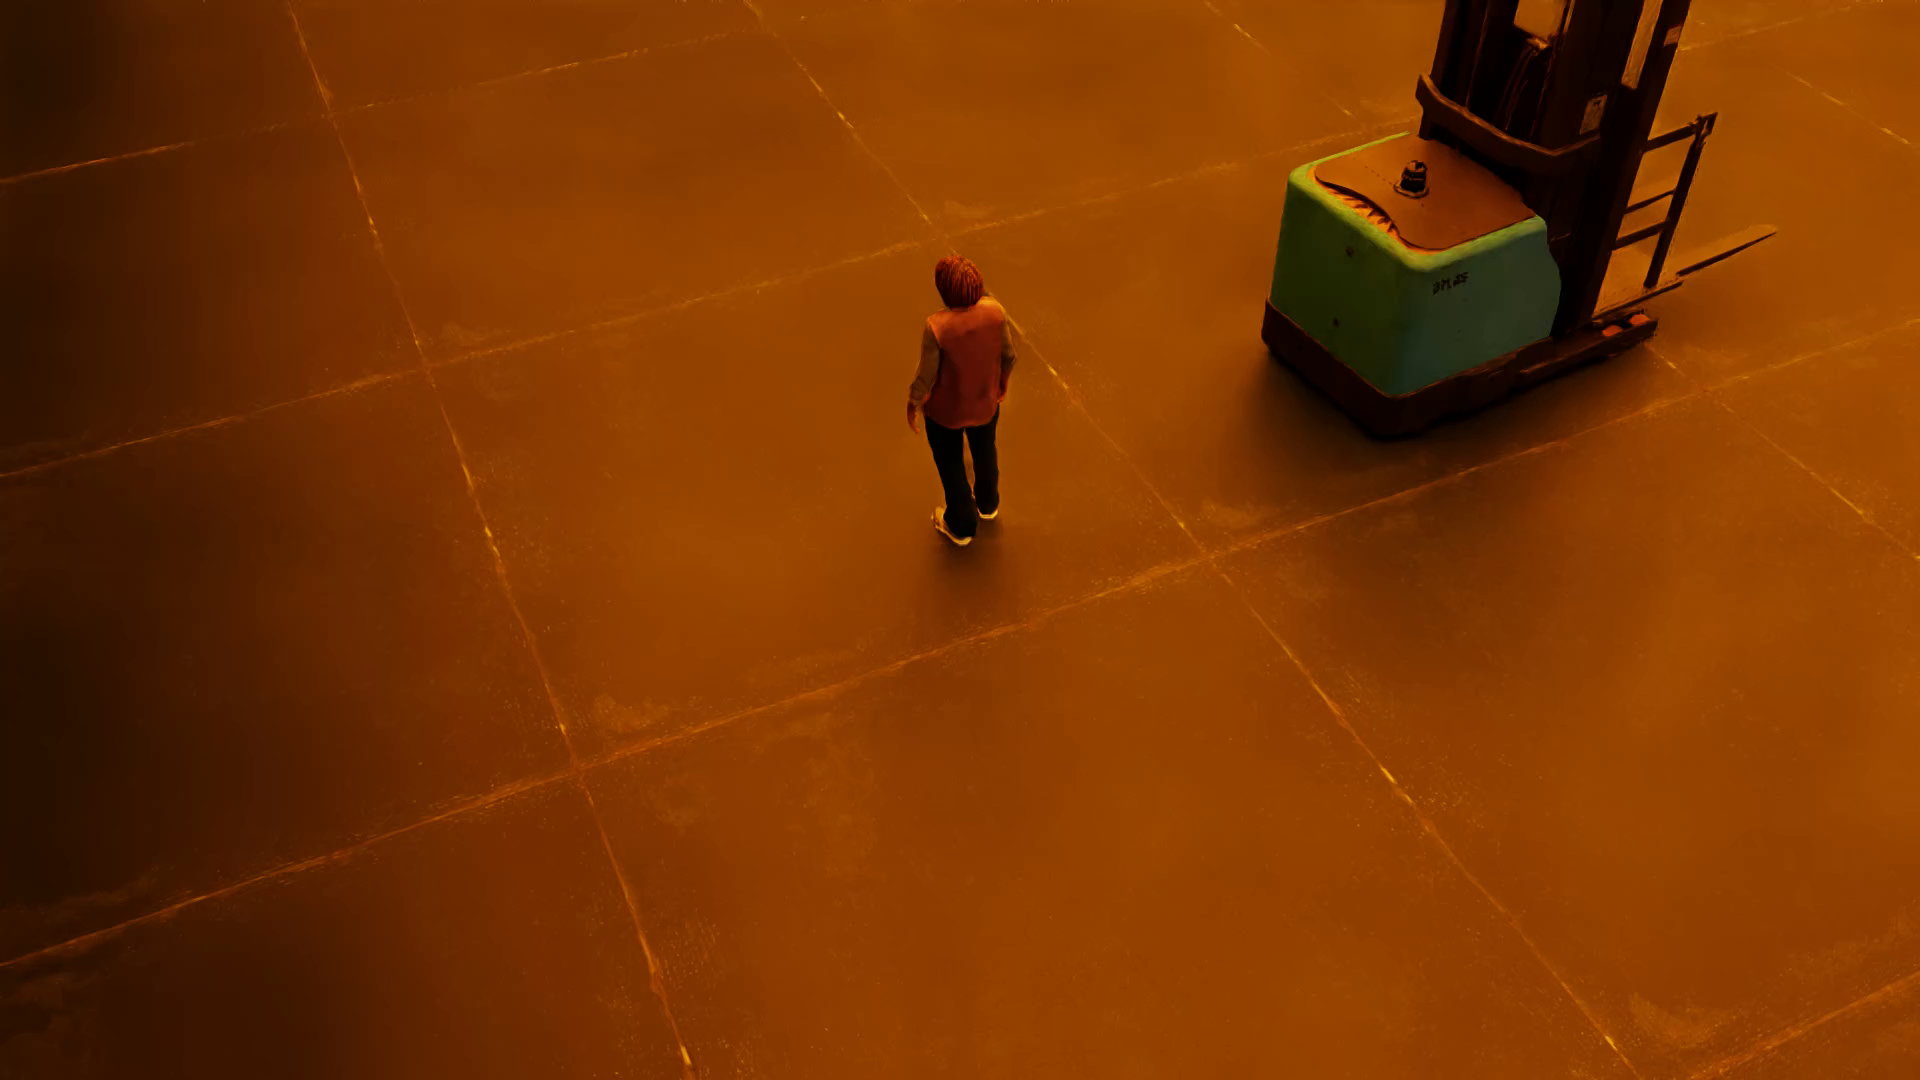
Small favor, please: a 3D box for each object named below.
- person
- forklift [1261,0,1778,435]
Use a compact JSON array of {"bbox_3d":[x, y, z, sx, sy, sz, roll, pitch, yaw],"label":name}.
[{"bbox_3d":[-0.019,-0.639,7.332,0.520,1.597,0.474,-18,46,-18],"label":"person"},{"bbox_3d":[3.145,-2.344,8.192,3.031,2.935,1.130,-22,47,-22],"label":"forklift"}]
